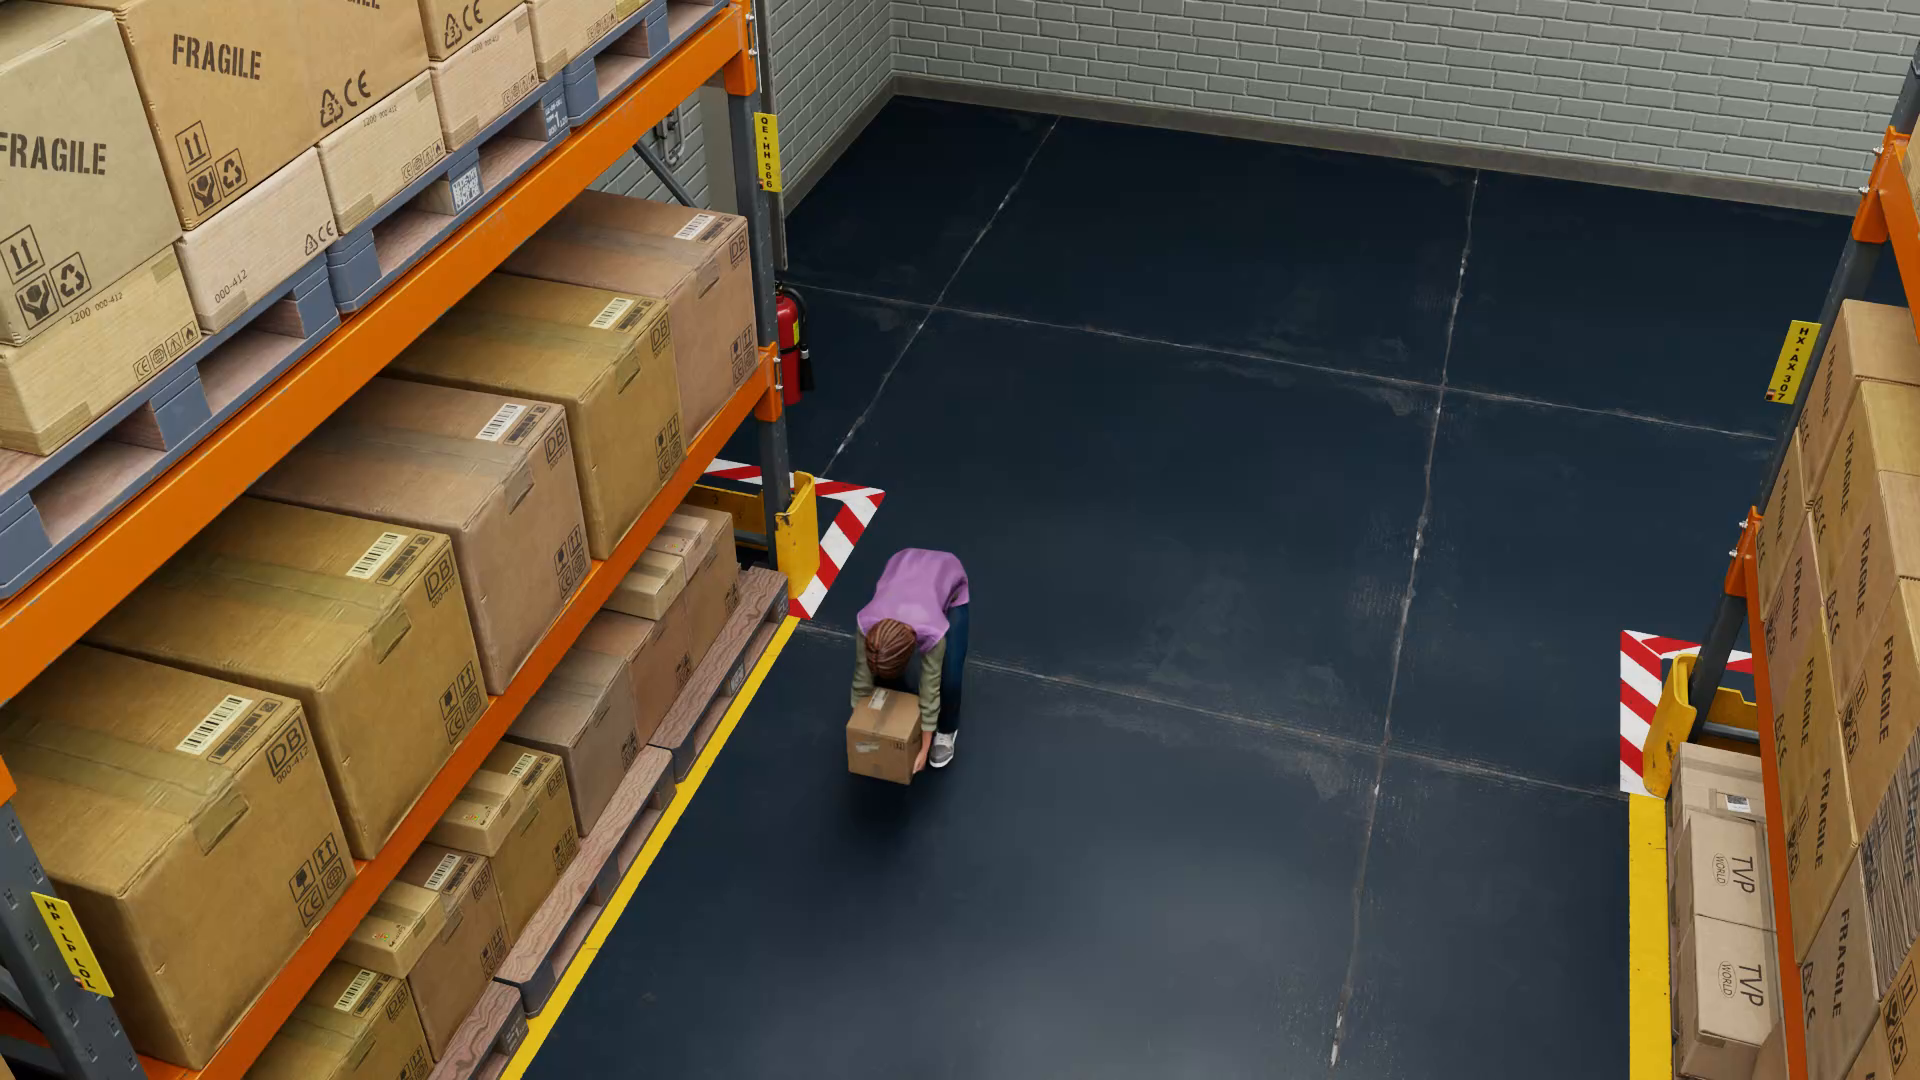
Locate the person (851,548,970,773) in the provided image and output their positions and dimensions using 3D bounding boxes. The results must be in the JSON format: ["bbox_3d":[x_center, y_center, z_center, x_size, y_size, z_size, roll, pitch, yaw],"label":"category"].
[{"bbox_3d":[-0.193,0.541,6.671,0.376,1.018,0.857,9,38,12],"label":"person"}]
